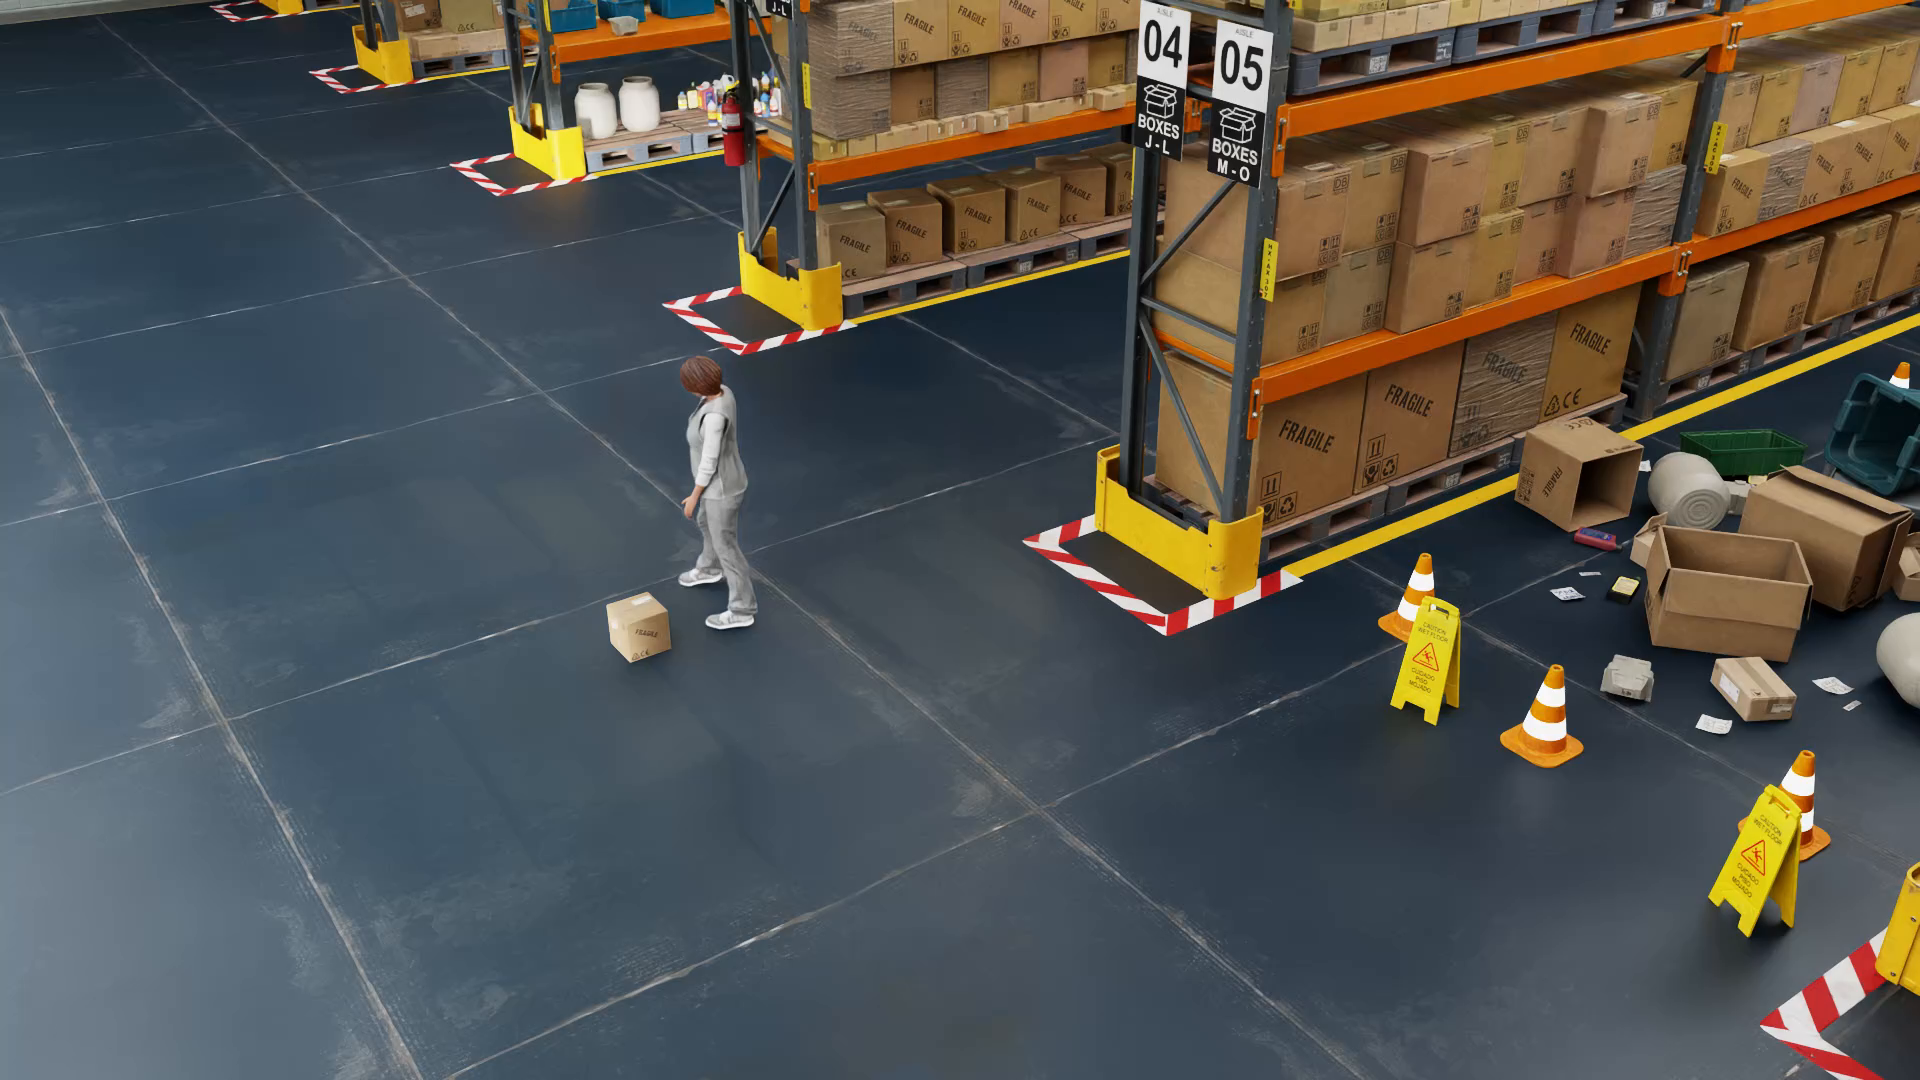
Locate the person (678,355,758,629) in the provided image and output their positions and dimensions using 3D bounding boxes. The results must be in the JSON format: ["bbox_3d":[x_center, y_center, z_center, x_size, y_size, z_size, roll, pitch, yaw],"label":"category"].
[{"bbox_3d":[-1.396,-0.318,9.201,0.467,1.570,0.608,-3,29,-5],"label":"person"}]
